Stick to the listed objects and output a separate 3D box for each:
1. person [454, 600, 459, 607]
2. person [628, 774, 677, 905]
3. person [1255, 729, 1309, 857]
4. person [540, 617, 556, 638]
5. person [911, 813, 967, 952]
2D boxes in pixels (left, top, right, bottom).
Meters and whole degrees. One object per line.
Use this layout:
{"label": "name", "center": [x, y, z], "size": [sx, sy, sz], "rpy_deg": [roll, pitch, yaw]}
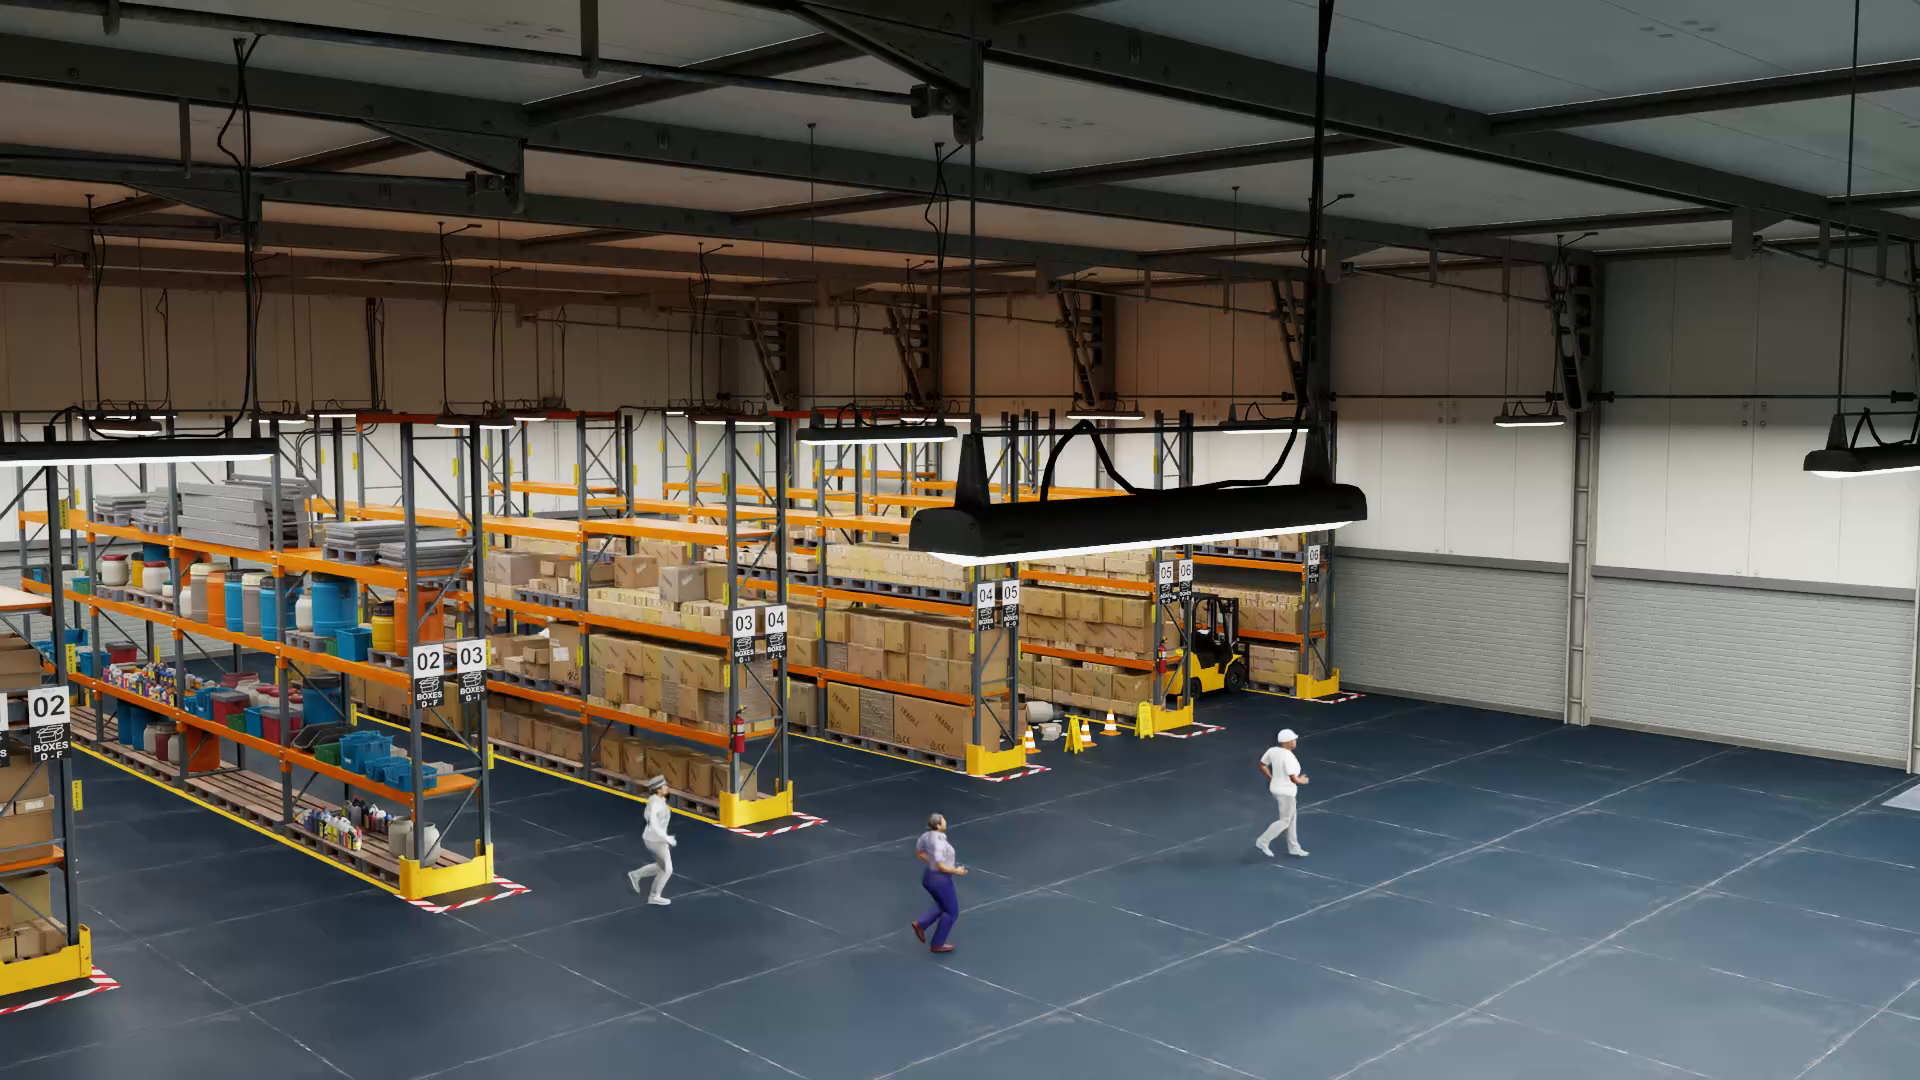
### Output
{"label": "person", "center": [-12.125, 2.133, 39.800], "size": [0.665, 1.531, 0.591], "rpy_deg": [4, 7, 41]}
{"label": "person", "center": [-3.821, 3.729, 20.665], "size": [0.573, 1.644, 0.599], "rpy_deg": [-1, 5, -16]}
{"label": "person", "center": [4.408, 3.473, 22.727], "size": [0.866, 1.781, 0.724], "rpy_deg": [-1, 5, -15]}
{"label": "person", "center": [-8.644, 2.461, 35.267], "size": [0.601, 1.669, 0.776], "rpy_deg": [-4, 7, -40]}
{"label": "person", "center": [-0.234, 3.888, 18.944], "size": [0.551, 1.596, 0.603], "rpy_deg": [-2, 5, -22]}
